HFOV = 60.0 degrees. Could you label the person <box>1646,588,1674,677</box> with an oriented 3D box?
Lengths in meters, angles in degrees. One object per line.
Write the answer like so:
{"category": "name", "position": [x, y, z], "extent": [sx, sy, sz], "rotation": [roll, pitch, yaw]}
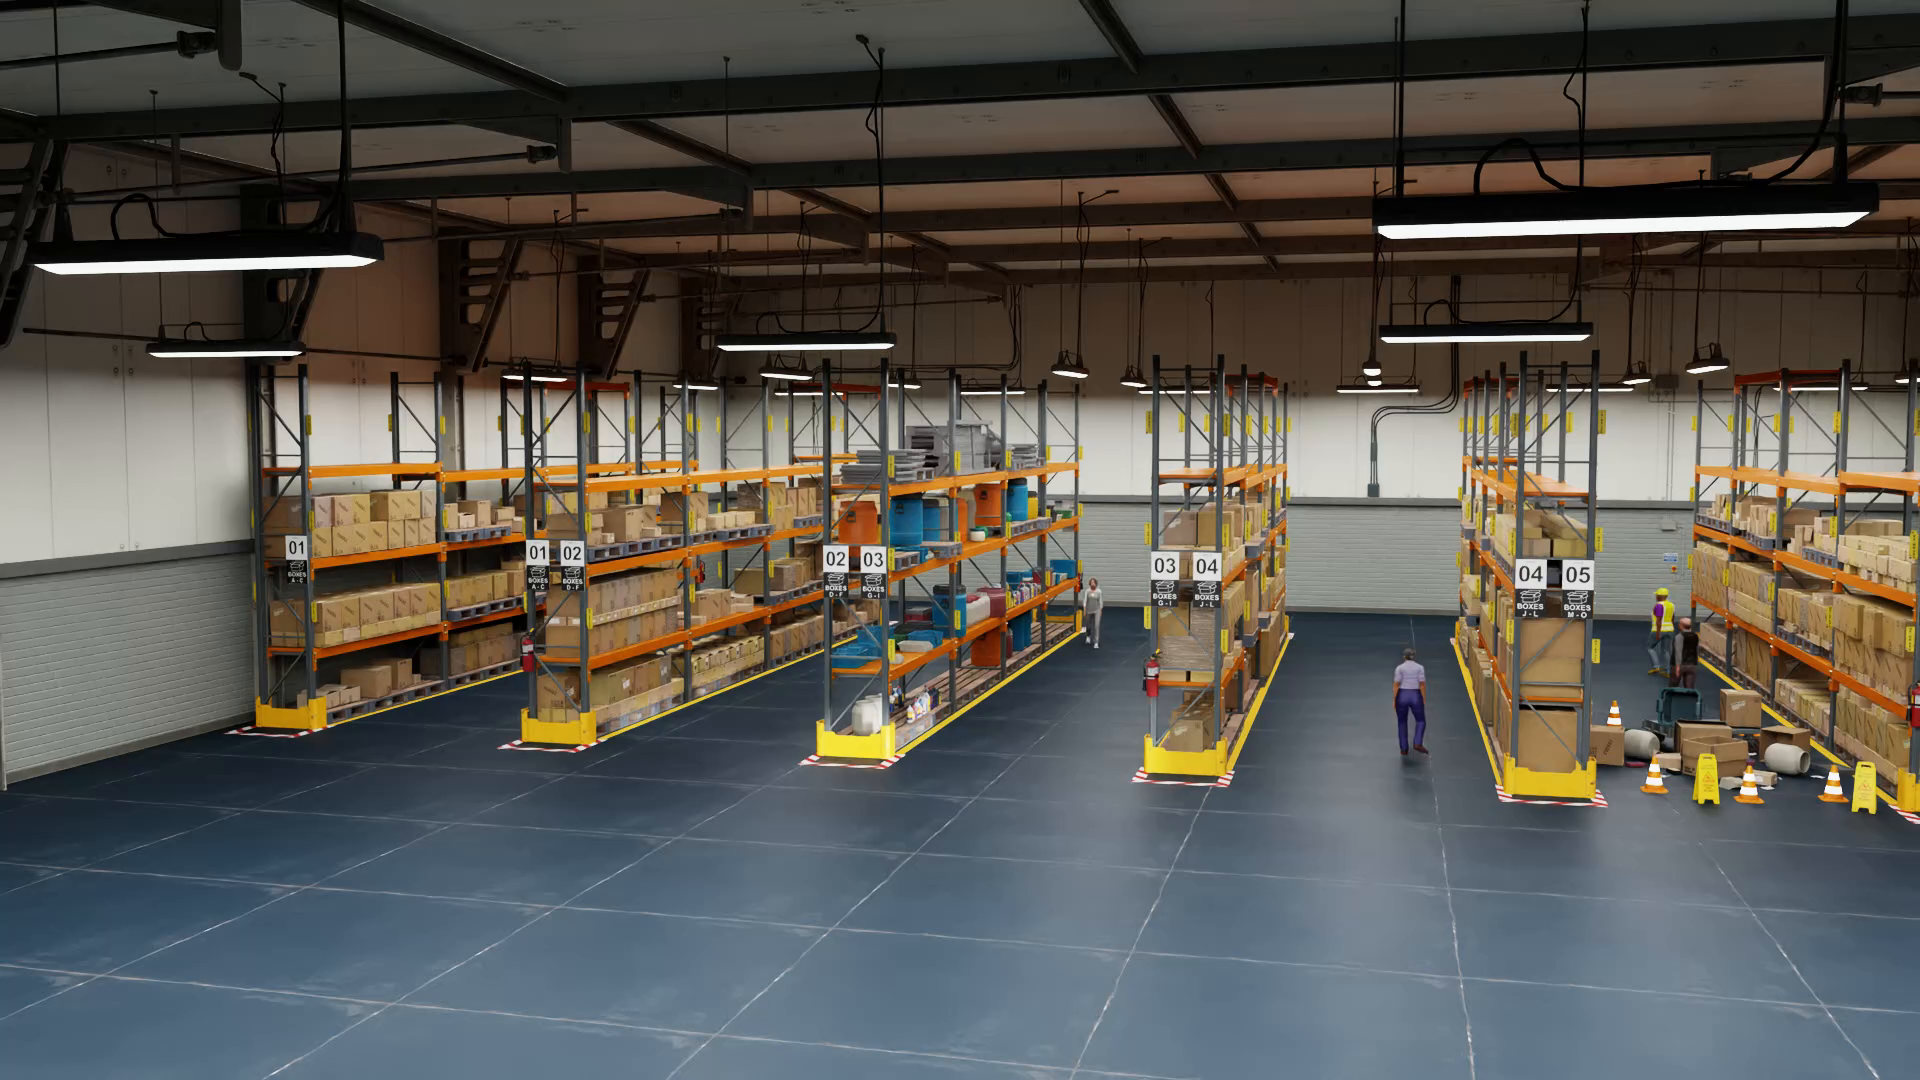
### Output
{"category": "person", "position": [13.996, 1.828, 33.055], "extent": [0.556, 1.741, 0.545], "rotation": [-1, 4, -13]}

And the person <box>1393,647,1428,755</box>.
{"category": "person", "position": [6.833, 2.448, 25.204], "extent": [0.532, 1.645, 0.498], "rotation": [1, 4, 14]}

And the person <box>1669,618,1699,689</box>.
{"category": "person", "position": [12.381, 2.212, 28.364], "extent": [0.515, 1.761, 0.624], "rotation": [0, 4, 4]}

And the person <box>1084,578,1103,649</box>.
{"category": "person", "position": [3.000, 1.625, 37.440], "extent": [0.436, 1.551, 0.889], "rotation": [0, 4, 3]}
